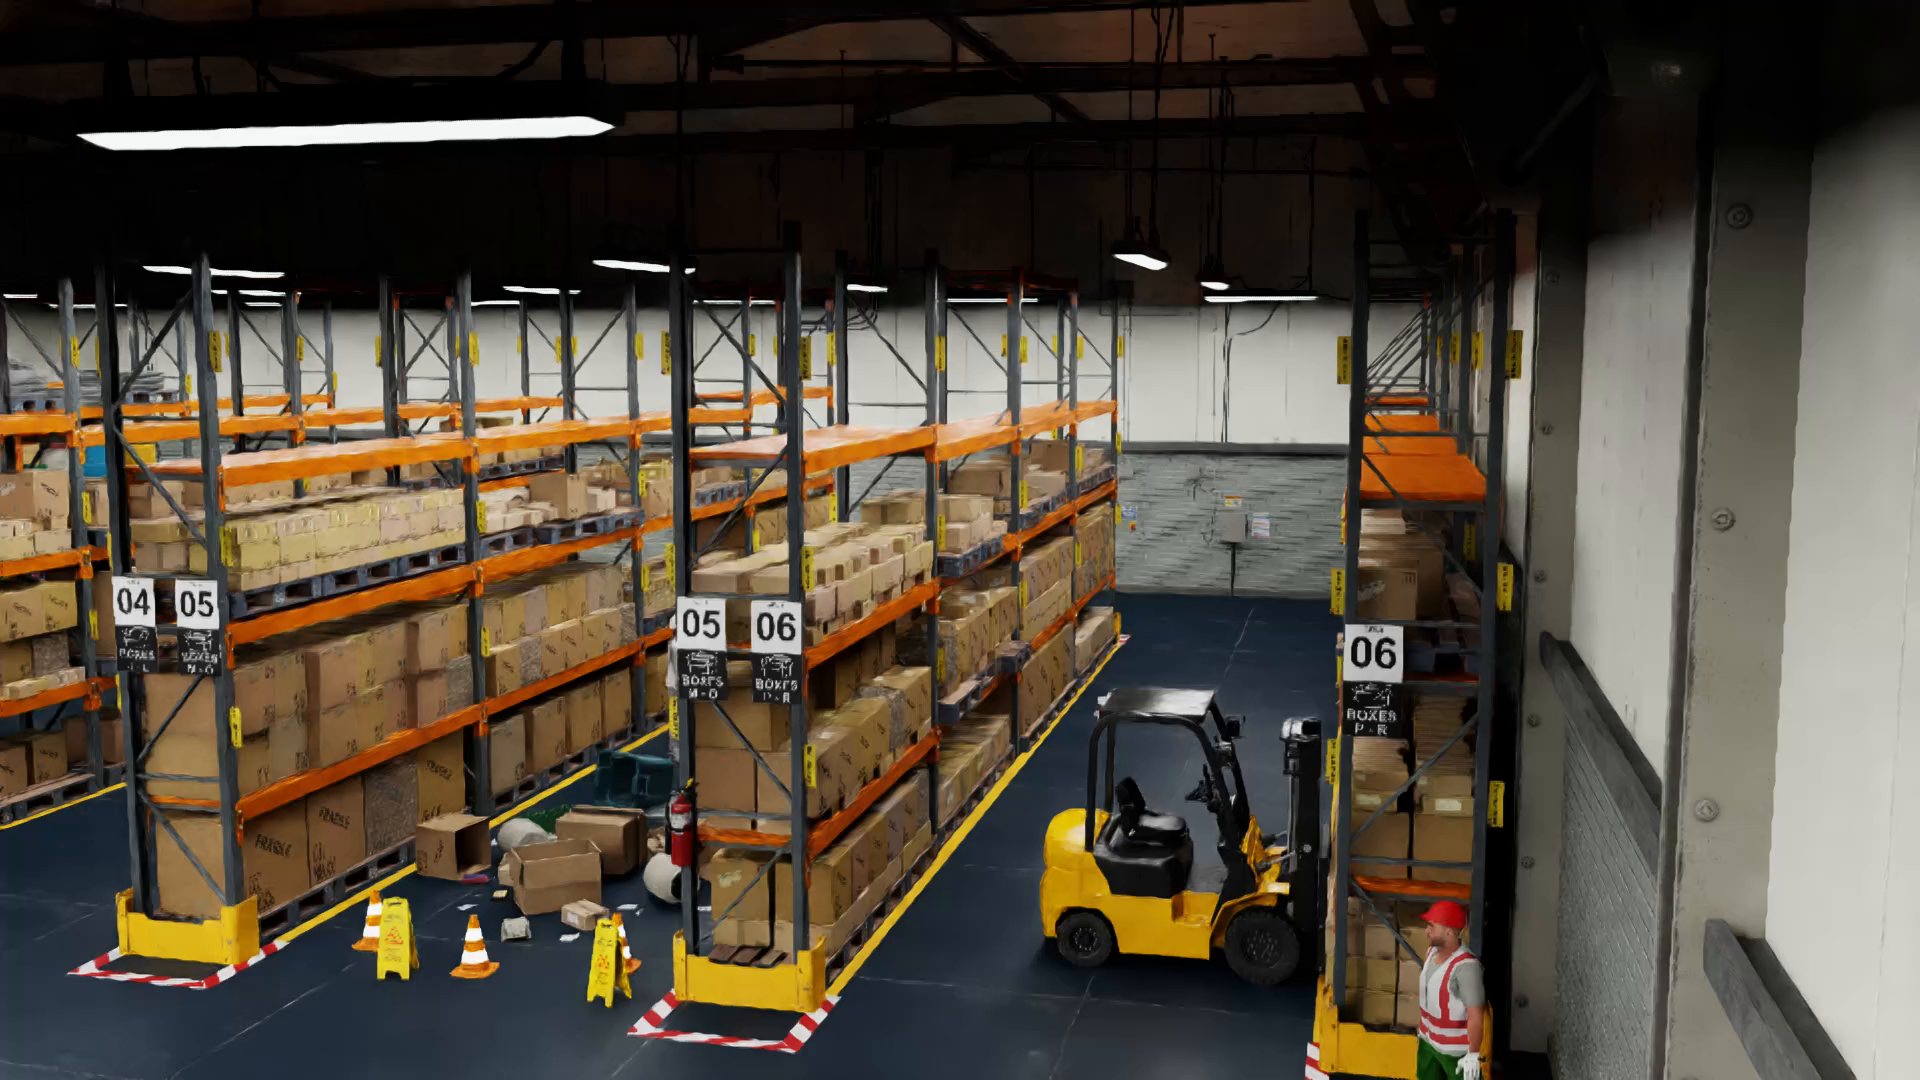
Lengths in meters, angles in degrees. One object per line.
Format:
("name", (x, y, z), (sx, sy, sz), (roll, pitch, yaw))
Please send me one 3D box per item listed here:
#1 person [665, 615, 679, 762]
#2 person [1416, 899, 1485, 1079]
("person", (-3.405, 1.787, 20.371), (0.405, 1.777, 0.615), (-1, 7, -9))
("person", (3.036, 3.064, 10.149), (0.542, 1.781, 0.642), (-2, 7, -15))
